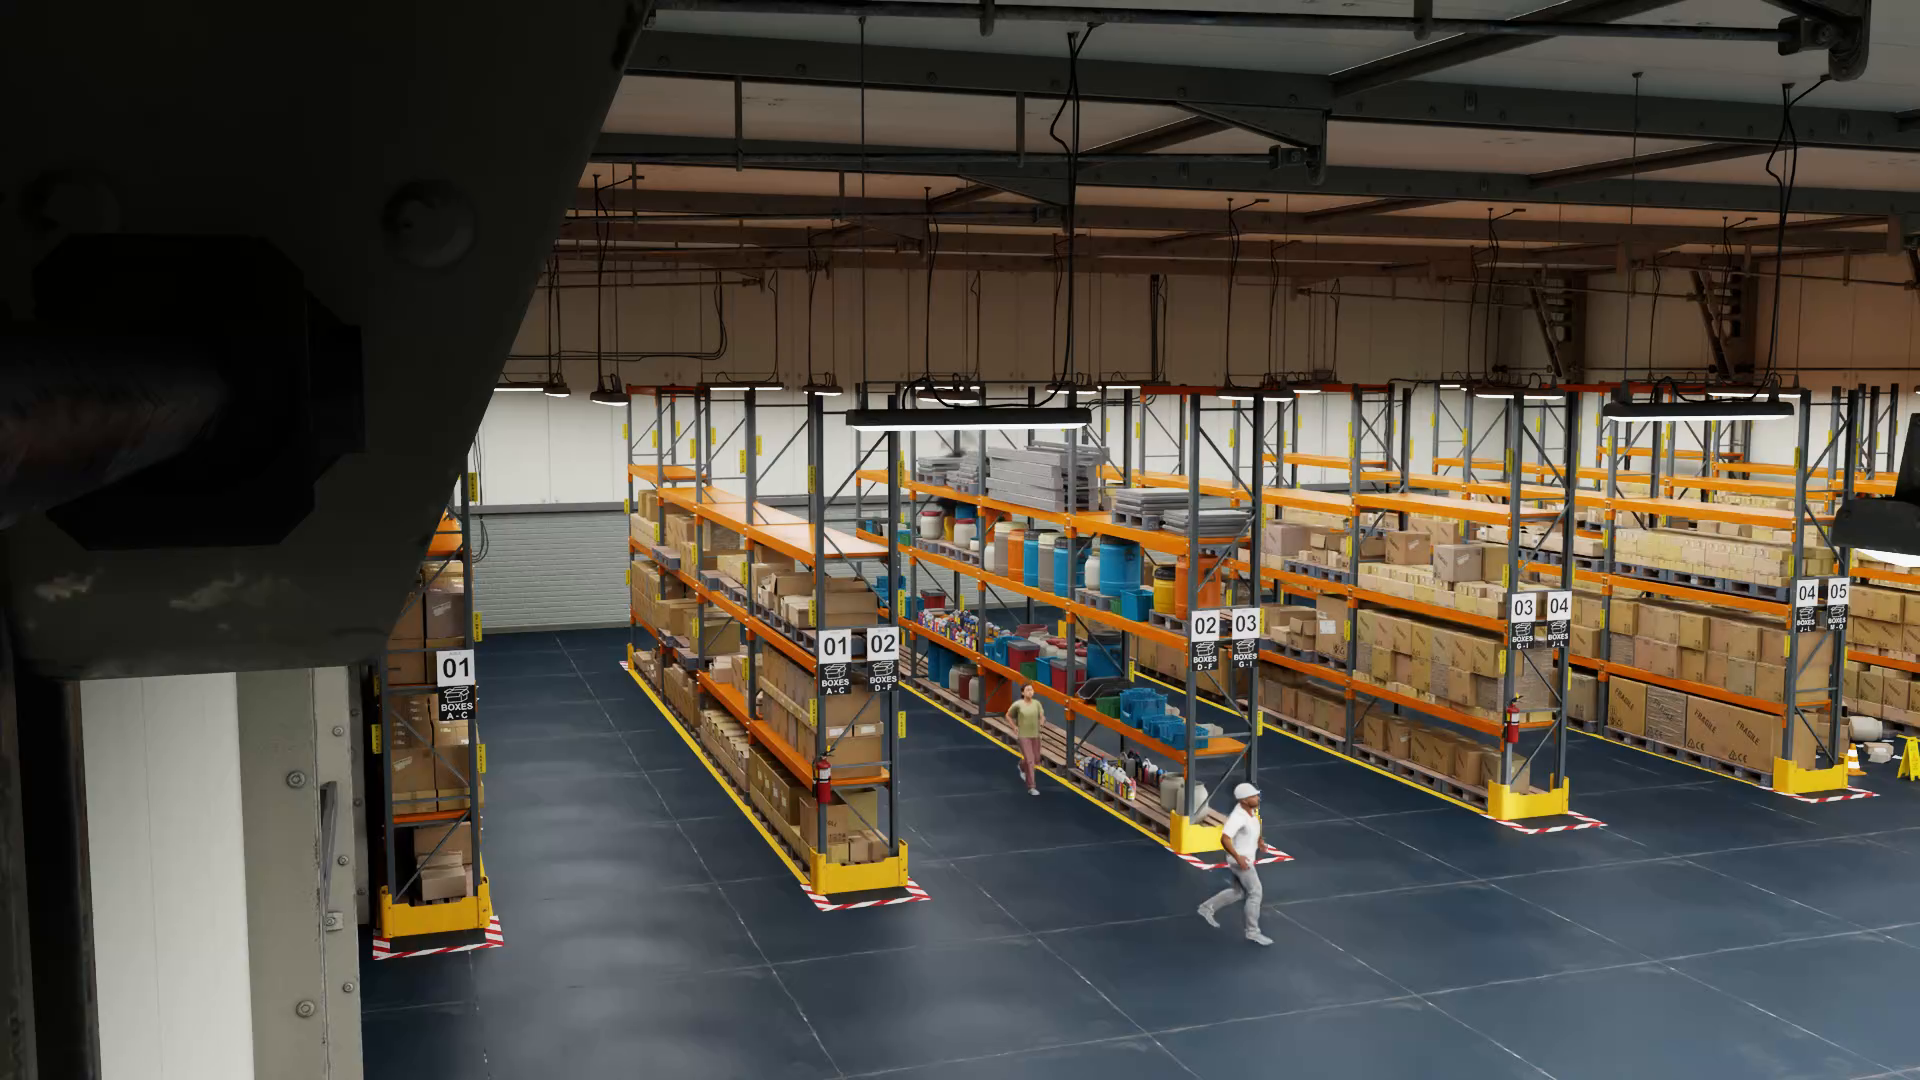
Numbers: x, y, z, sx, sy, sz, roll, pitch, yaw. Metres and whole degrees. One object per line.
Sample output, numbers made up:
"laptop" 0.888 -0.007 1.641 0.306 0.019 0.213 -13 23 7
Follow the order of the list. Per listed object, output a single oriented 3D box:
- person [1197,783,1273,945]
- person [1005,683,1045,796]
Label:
"person" 3.055 3.554 18.411 0.847 1.786 0.696 1 6 14
"person" 1.004 2.943 24.889 0.590 1.640 0.859 -2 6 -22
